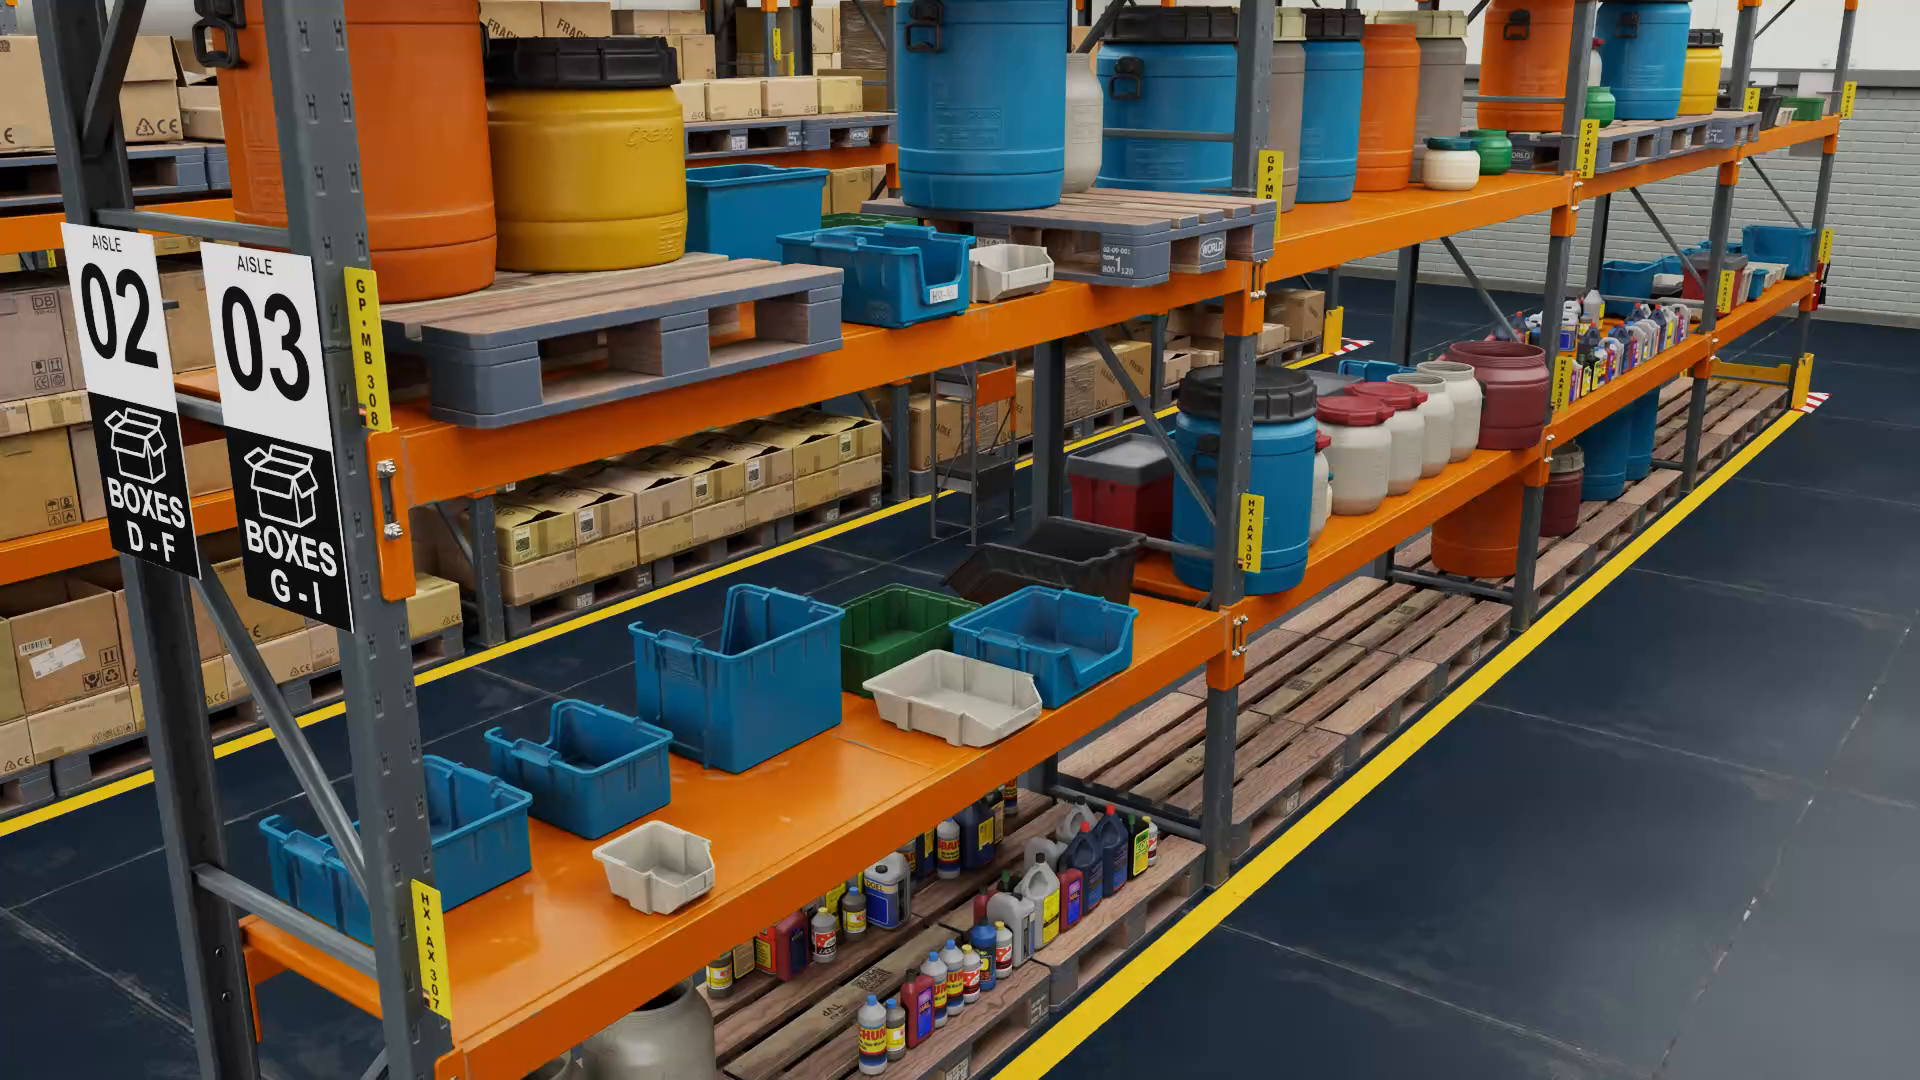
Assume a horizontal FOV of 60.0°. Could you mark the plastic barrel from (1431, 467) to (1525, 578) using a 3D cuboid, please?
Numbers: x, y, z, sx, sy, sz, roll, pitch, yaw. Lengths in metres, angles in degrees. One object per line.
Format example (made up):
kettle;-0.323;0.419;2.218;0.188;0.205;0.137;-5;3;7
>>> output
plastic barrel;3.416;-0.232;10.883;0.600;0.830;0.708;12;21;35

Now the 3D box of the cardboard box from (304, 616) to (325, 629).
cardboard box;-3.629;0.149;9.370;0.500;0.500;0.500;12;21;35

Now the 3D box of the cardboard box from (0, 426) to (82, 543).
cardboard box;-4.706;-0.319;8.043;0.700;0.500;0.500;13;21;35

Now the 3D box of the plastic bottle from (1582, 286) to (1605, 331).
plastic bottle;5.028;-1.841;13.197;0.144;0.351;0.185;12;21;35

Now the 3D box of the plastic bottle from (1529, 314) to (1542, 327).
plastic bottle;4.250;-1.523;12.299;0.152;0.276;0.135;12;21;35

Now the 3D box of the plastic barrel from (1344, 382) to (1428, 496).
plastic barrel;2.196;-0.527;8.654;0.433;0.535;0.433;0;17;0

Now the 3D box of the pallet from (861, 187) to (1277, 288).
pallet;0.404;-1.149;6.145;1.213;0.211;1.003;12;21;35

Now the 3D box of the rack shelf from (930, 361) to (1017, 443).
rack shelf;0.099;-1.029;12.063;0.431;0.518;0.480;12;21;35

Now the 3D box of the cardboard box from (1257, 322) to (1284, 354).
cardboard box;3.213;-2.233;18.270;0.500;0.250;0.500;12;21;35

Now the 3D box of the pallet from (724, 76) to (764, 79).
pallet;-1.939;-5.235;19.134;1.003;0.211;1.213;12;21;35

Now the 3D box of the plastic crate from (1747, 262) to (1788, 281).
plastic crate;7.564;-2.530;15.676;0.396;0.136;0.243;12;21;35

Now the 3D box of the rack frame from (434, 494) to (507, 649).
rack frame;-3.221;-0.871;9.992;1.000;3.000;0.127;12;21;35

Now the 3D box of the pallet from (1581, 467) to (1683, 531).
pallet;5.028;-0.393;13.152;1.003;0.211;1.213;12;21;35

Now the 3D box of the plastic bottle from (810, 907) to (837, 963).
plastic bottle;-0.520;1.498;6.338;0.097;0.201;0.097;0;17;0

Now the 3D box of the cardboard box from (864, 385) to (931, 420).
cardboard box;-0.469;-1.105;14.217;0.500;0.500;0.500;13;22;37

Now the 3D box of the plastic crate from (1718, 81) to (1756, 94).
plastic crate;6.774;-3.941;14.923;0.504;0.338;0.767;12;21;35

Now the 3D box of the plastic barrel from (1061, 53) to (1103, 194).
plastic barrel;0.341;-1.614;6.429;0.421;0.512;0.421;0;17;0

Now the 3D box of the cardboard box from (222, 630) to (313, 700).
cardboard box;-3.914;0.629;9.088;0.500;0.250;0.500;12;21;35

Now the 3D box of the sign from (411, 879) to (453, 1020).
sign;-1.189;0.923;3.745;0.100;0.325;0.005;12;21;35

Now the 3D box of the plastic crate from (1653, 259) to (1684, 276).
plastic crate;6.530;-2.416;15.148;0.416;0.233;0.300;12;21;35

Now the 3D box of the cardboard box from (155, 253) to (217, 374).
cardboard box;-4.079;-1.192;8.669;0.700;0.500;0.500;12;21;35

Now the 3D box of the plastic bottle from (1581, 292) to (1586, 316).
plastic bottle;4.961;-1.833;13.285;0.061;0.283;0.133;12;21;35

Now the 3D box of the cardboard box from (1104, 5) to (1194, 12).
cardboard box;1.805;-4.857;15.915;0.700;0.500;0.500;12;21;35

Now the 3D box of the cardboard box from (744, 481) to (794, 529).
cardboard box;-1.561;-0.301;12.082;0.500;0.250;0.500;13;21;36

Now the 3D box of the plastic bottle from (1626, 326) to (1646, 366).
plastic bottle;4.810;-1.396;11.891;0.152;0.276;0.135;12;21;35

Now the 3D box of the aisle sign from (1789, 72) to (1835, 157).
aisle sign;8.183;-4.060;15.877;0.394;0.787;0.004;12;21;35

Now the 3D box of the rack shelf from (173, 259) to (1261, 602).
rack shelf;-0.437;-0.608;5.299;1.077;0.370;4.000;12;21;35

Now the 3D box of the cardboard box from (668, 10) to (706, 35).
cardboard box;-3.064;-5.513;17.708;0.500;0.250;0.500;14;22;39

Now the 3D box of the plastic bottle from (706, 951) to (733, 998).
plastic bottle;-0.886;1.569;6.111;0.097;0.201;0.097;0;17;0

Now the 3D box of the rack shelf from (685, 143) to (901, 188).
rack shelf;-2.029;-2.437;11.188;1.077;0.370;4.000;12;21;35

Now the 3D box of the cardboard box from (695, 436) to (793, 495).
cardboard box;-1.559;-0.566;11.993;0.500;0.311;0.500;12;21;34

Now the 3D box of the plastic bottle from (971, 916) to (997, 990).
plastic bottle;0.087;1.520;6.151;0.097;0.271;0.097;0;17;0

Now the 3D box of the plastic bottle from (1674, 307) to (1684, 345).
plastic bottle;5.445;-1.631;12.634;0.061;0.283;0.133;12;21;35

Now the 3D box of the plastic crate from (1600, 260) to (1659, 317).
plastic crate;5.526;-2.093;13.852;0.392;0.384;0.575;12;21;35

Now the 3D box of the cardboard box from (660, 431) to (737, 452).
cardboard box;-1.997;-0.659;12.290;0.500;0.311;0.500;12;21;33

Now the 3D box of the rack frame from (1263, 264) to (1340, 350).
rack frame;3.929;-3.730;19.196;1.000;3.000;0.127;12;21;35

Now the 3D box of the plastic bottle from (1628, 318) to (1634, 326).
plastic bottle;4.917;-1.499;12.229;0.097;0.271;0.097;0;17;0

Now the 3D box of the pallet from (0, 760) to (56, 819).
pallet;-5.182;1.223;7.948;1.003;0.211;1.213;12;21;35

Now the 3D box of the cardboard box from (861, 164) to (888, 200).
cardboard box;-1.233;-4.269;20.427;0.980;0.700;0.700;11;20;32

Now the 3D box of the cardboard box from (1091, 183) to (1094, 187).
cardboard box;1.639;-3.468;16.500;0.500;0.500;0.500;13;21;35

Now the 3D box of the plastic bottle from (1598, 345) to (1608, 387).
plastic bottle;4.297;-1.175;11.188;0.097;0.271;0.097;0;17;0

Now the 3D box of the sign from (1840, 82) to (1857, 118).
sign;8.356;-4.143;15.645;0.100;0.325;0.005;12;21;35

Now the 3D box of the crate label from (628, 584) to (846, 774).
crate label;-0.749;0.454;5.663;0.502;0.435;0.616;12;21;35

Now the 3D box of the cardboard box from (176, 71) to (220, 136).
cardboard box;-4.054;-2.327;8.827;0.500;0.311;0.500;11;20;32

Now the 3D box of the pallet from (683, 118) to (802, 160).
pallet;-1.834;-2.722;11.213;1.003;0.211;1.213;14;22;37

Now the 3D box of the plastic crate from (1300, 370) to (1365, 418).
plastic crate;1.930;-0.648;9.164;0.402;0.464;0.583;12;21;35

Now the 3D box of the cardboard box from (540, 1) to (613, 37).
cardboard box;-2.501;-3.071;10.297;0.500;0.500;0.500;15;23;40

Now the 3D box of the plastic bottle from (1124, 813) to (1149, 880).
plastic bottle;0.733;1.265;6.952;0.061;0.283;0.133;14;22;37

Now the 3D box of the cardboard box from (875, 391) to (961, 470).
cardboard box;-0.337;-0.898;13.552;0.500;0.500;0.500;14;22;37

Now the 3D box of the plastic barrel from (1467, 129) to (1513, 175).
plastic barrel;3.032;-2.238;9.598;0.294;0.245;0.294;0;17;0

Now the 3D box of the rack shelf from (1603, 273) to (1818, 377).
rack shelf;6.713;-2.034;14.947;1.077;0.370;4.000;12;21;35

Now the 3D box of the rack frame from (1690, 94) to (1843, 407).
rack frame;7.905;-2.853;16.375;1.000;3.000;0.127;12;21;35

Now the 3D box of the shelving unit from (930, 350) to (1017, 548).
shelving unit;0.099;-1.042;12.059;0.431;2.100;0.503;12;21;35
